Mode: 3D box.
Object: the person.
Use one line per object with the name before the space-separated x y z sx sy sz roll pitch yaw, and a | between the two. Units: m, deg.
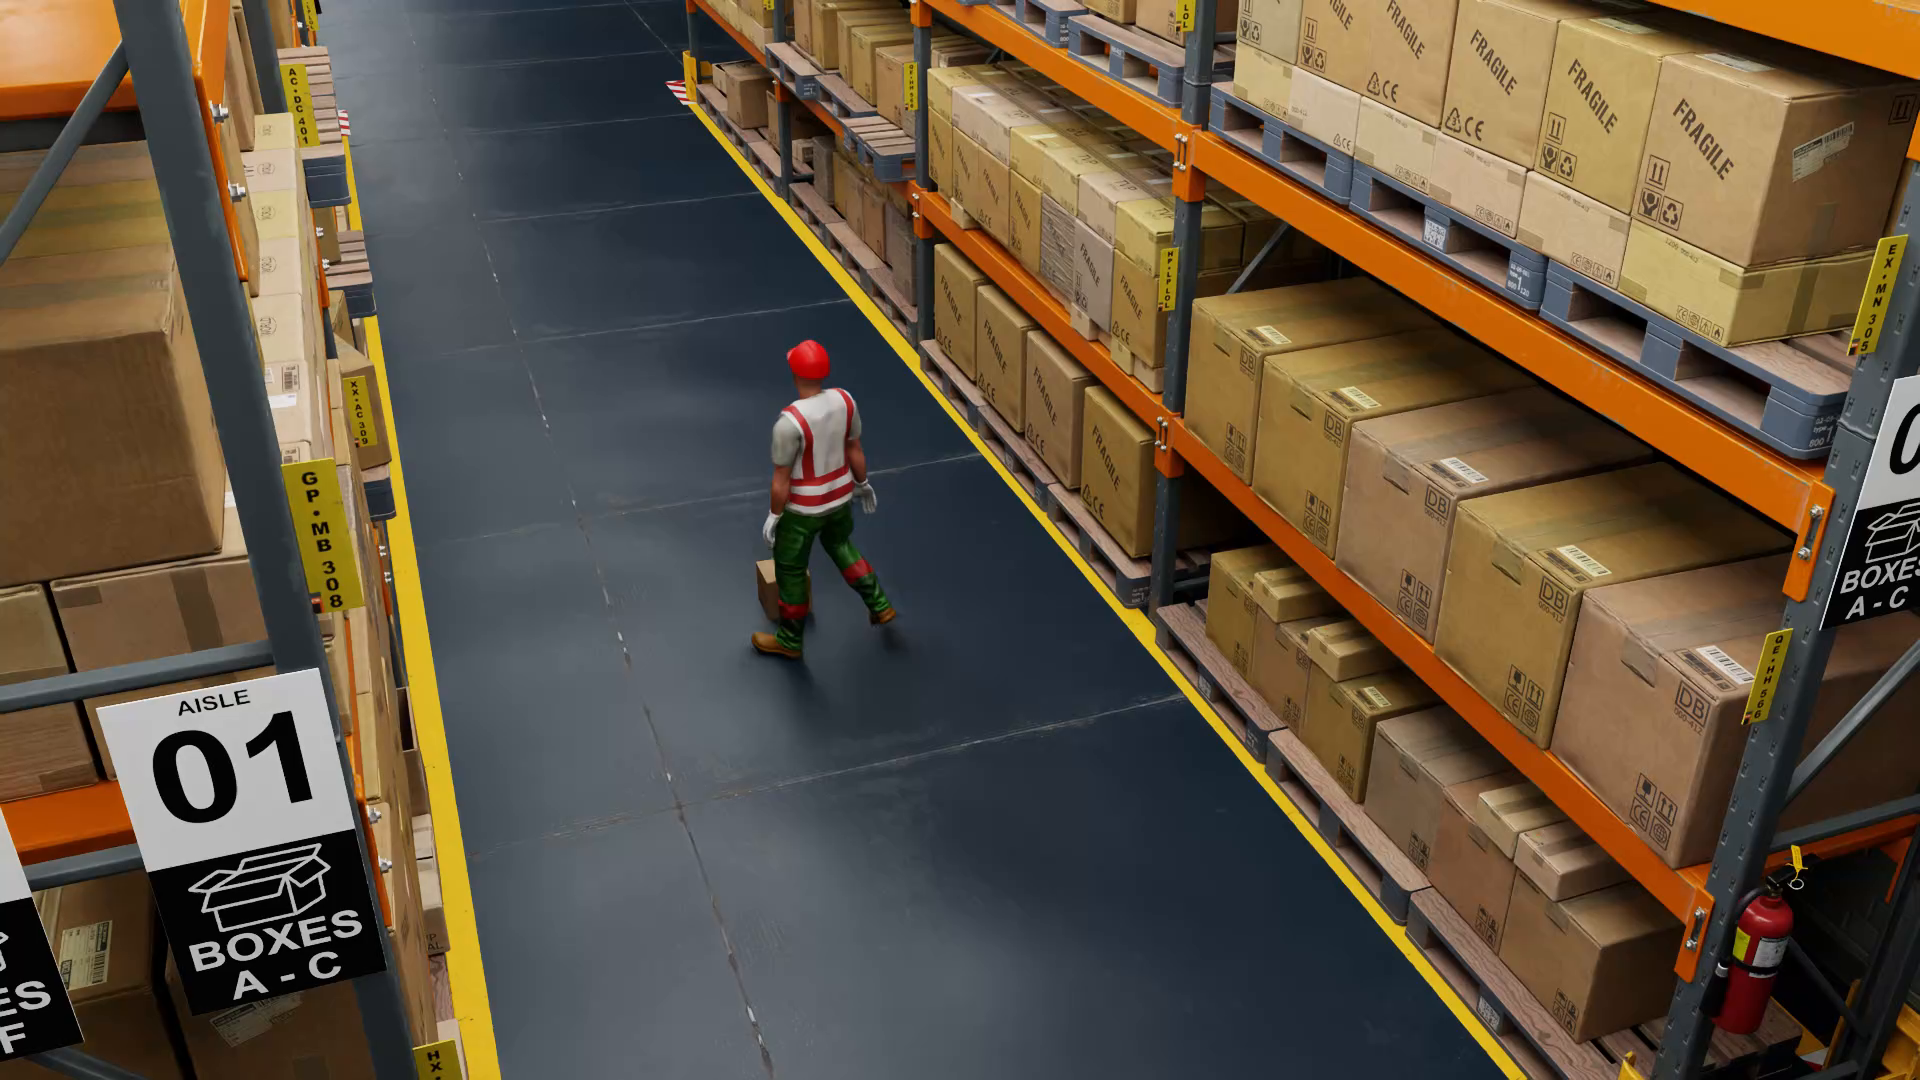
person | -0.727 -0.205 8.678 0.598 1.789 0.696 24 37 36
